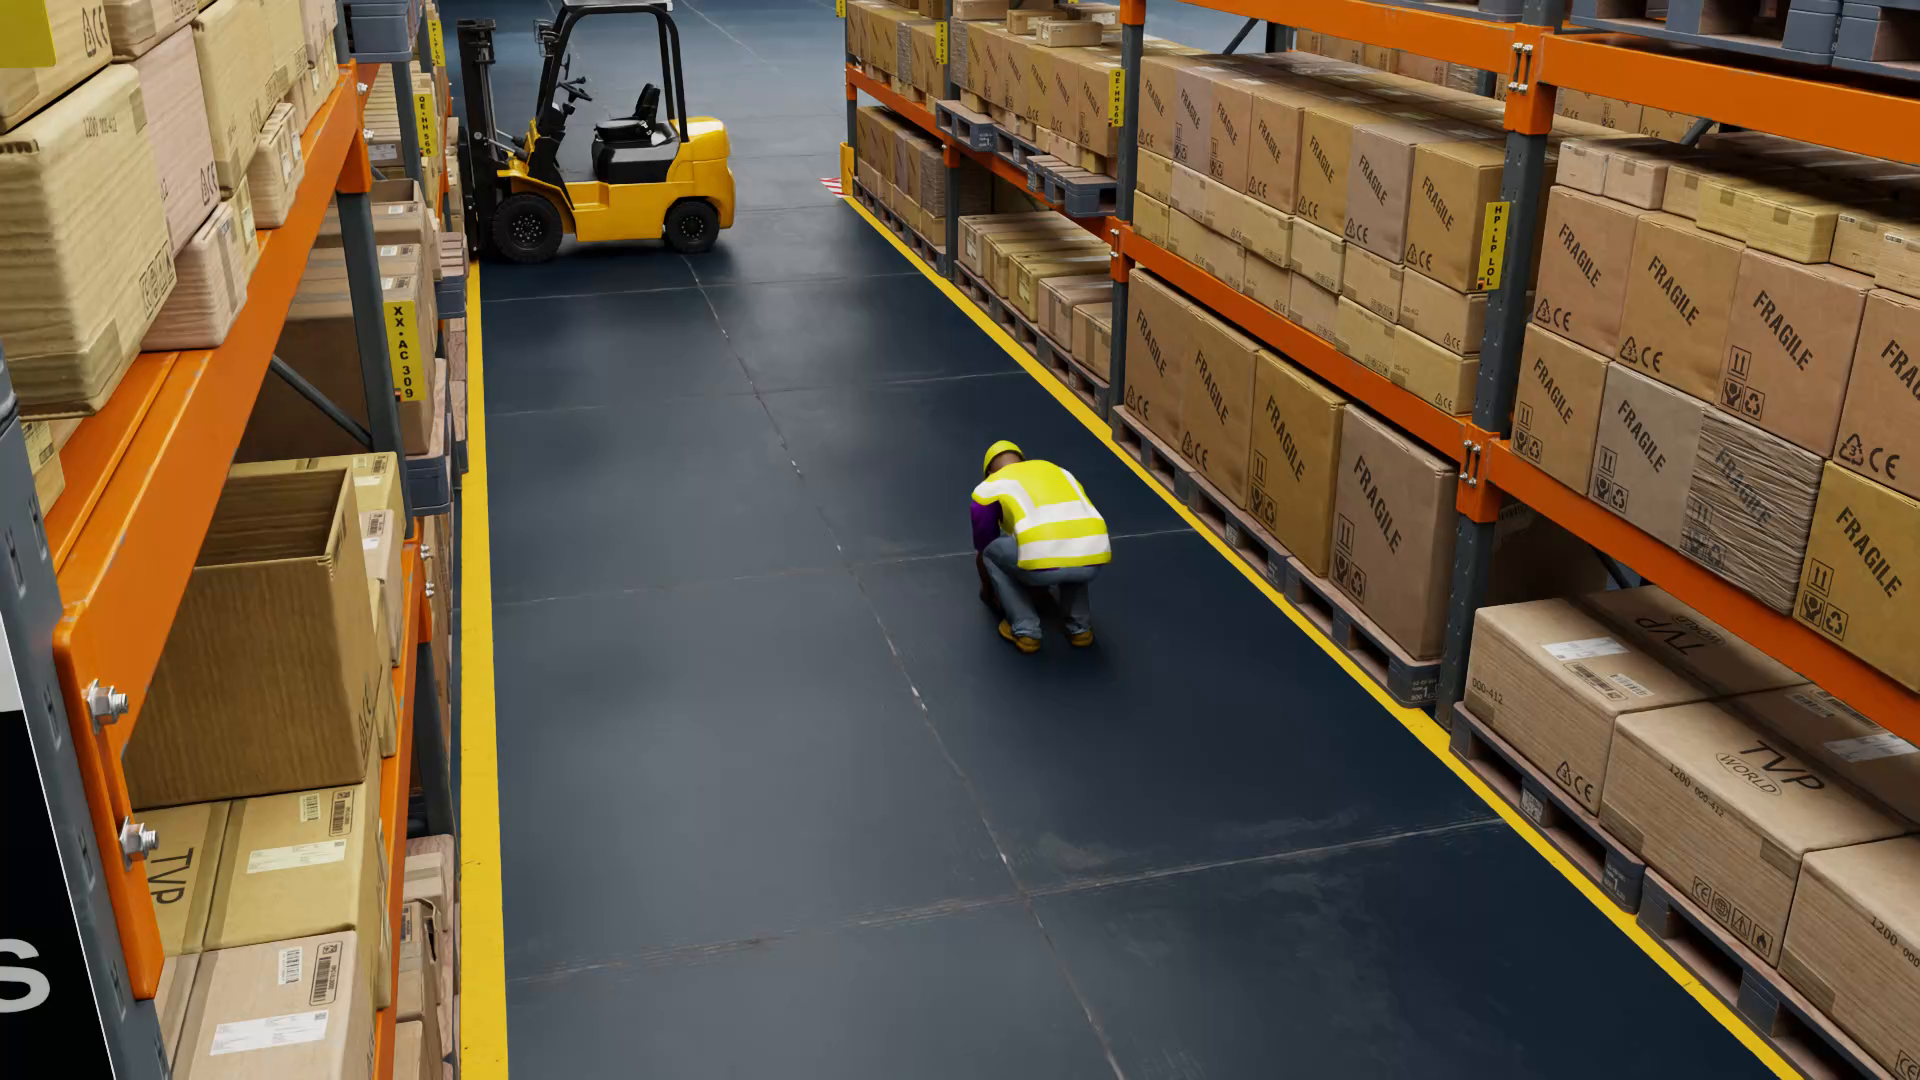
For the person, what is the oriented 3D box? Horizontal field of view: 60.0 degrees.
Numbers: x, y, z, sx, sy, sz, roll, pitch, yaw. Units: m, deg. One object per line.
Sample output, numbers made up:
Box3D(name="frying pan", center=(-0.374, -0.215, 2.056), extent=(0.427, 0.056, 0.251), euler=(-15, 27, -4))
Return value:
Box3D(name="person", center=(0.337, 0.043, 7.755), extent=(0.530, 0.811, 0.959), euler=(-7, 24, -16))
